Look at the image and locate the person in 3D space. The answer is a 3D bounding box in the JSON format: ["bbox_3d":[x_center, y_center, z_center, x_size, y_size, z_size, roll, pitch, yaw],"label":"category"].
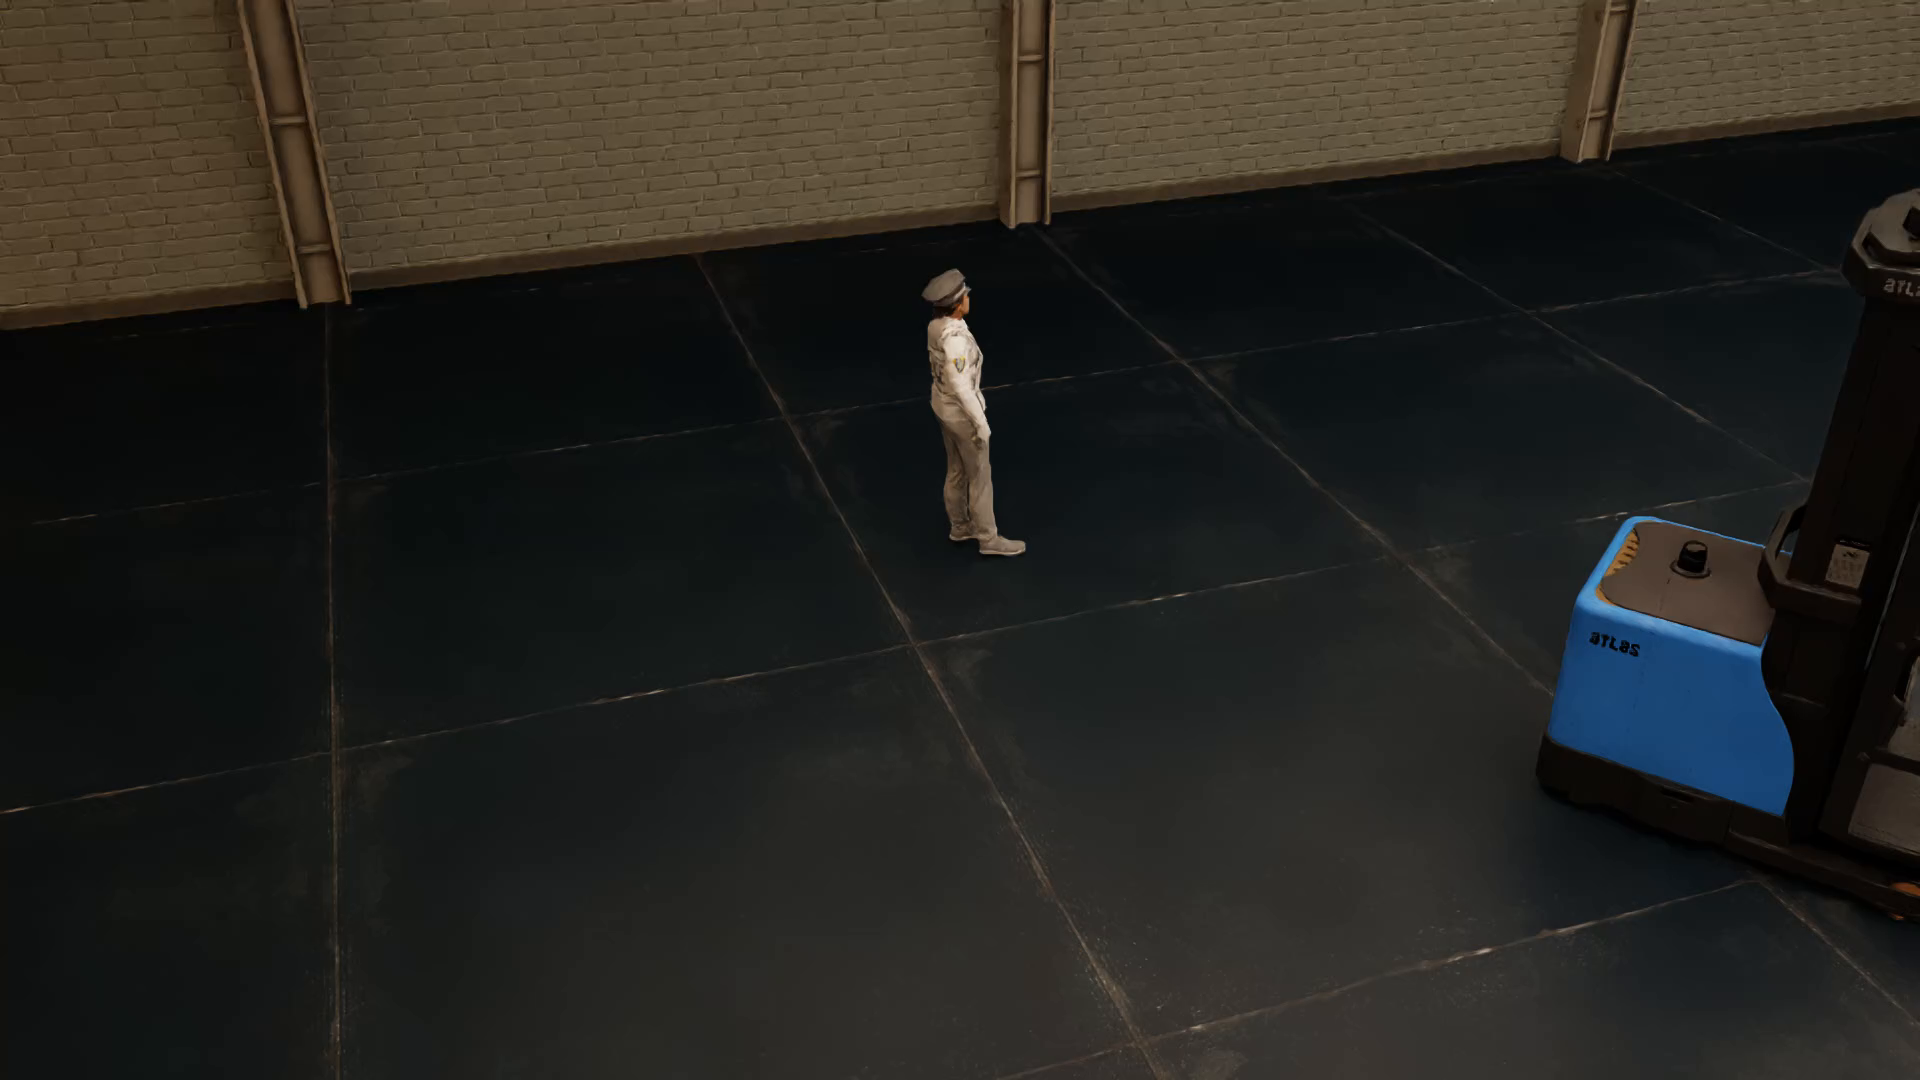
[{"bbox_3d":[0.066,-0.748,9.612,0.532,1.695,0.586,-10,31,-16],"label":"person"}]

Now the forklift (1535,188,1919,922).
[{"bbox_3d":[4.264,0.122,6.874,3.031,2.935,1.130,18,34,28],"label":"forklift"}]
